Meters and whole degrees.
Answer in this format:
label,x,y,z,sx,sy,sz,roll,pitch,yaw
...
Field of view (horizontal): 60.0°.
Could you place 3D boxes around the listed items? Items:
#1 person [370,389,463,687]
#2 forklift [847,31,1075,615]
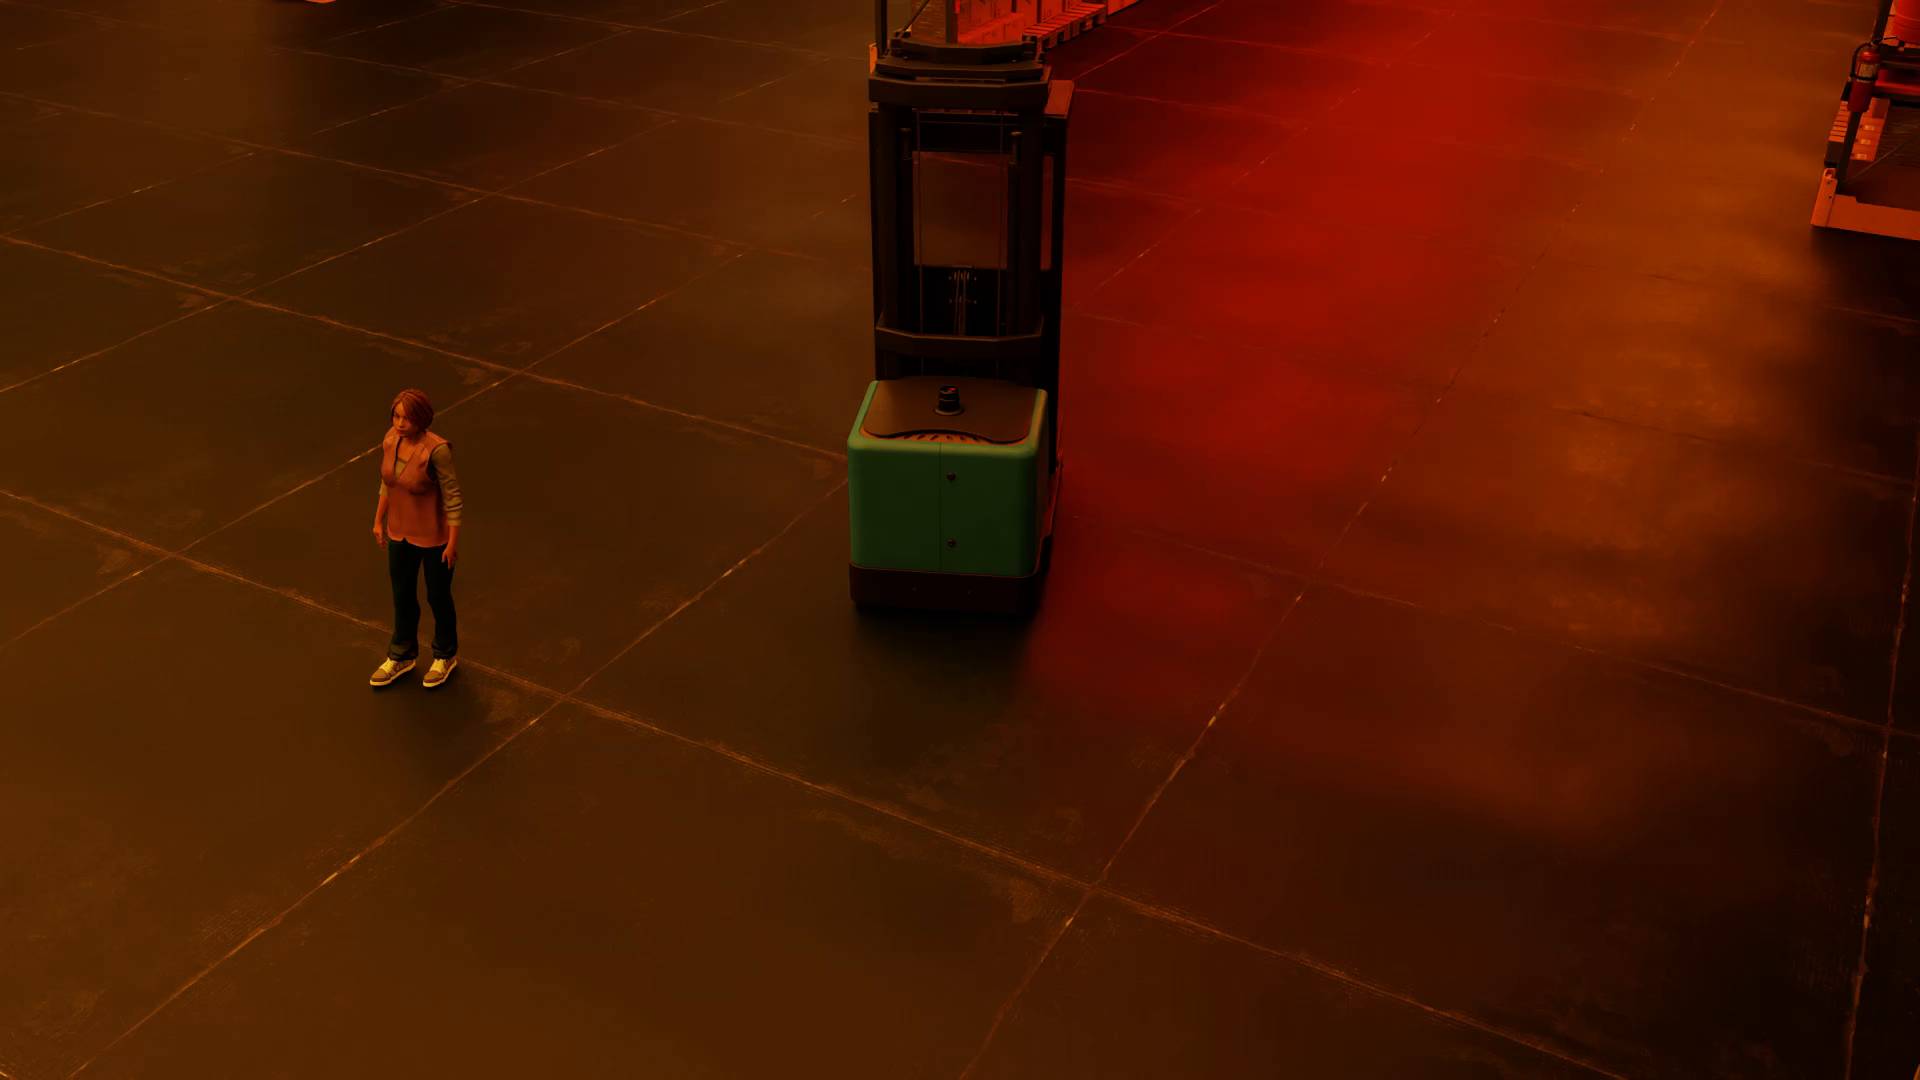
label,x,y,z,sx,sy,sz,roll,pitch,yaw
person,-2.760,0.017,8.361,0.522,1.600,0.472,12,32,20
forklift,0.072,-1.572,9.794,1.130,2.935,3.031,3,30,6
